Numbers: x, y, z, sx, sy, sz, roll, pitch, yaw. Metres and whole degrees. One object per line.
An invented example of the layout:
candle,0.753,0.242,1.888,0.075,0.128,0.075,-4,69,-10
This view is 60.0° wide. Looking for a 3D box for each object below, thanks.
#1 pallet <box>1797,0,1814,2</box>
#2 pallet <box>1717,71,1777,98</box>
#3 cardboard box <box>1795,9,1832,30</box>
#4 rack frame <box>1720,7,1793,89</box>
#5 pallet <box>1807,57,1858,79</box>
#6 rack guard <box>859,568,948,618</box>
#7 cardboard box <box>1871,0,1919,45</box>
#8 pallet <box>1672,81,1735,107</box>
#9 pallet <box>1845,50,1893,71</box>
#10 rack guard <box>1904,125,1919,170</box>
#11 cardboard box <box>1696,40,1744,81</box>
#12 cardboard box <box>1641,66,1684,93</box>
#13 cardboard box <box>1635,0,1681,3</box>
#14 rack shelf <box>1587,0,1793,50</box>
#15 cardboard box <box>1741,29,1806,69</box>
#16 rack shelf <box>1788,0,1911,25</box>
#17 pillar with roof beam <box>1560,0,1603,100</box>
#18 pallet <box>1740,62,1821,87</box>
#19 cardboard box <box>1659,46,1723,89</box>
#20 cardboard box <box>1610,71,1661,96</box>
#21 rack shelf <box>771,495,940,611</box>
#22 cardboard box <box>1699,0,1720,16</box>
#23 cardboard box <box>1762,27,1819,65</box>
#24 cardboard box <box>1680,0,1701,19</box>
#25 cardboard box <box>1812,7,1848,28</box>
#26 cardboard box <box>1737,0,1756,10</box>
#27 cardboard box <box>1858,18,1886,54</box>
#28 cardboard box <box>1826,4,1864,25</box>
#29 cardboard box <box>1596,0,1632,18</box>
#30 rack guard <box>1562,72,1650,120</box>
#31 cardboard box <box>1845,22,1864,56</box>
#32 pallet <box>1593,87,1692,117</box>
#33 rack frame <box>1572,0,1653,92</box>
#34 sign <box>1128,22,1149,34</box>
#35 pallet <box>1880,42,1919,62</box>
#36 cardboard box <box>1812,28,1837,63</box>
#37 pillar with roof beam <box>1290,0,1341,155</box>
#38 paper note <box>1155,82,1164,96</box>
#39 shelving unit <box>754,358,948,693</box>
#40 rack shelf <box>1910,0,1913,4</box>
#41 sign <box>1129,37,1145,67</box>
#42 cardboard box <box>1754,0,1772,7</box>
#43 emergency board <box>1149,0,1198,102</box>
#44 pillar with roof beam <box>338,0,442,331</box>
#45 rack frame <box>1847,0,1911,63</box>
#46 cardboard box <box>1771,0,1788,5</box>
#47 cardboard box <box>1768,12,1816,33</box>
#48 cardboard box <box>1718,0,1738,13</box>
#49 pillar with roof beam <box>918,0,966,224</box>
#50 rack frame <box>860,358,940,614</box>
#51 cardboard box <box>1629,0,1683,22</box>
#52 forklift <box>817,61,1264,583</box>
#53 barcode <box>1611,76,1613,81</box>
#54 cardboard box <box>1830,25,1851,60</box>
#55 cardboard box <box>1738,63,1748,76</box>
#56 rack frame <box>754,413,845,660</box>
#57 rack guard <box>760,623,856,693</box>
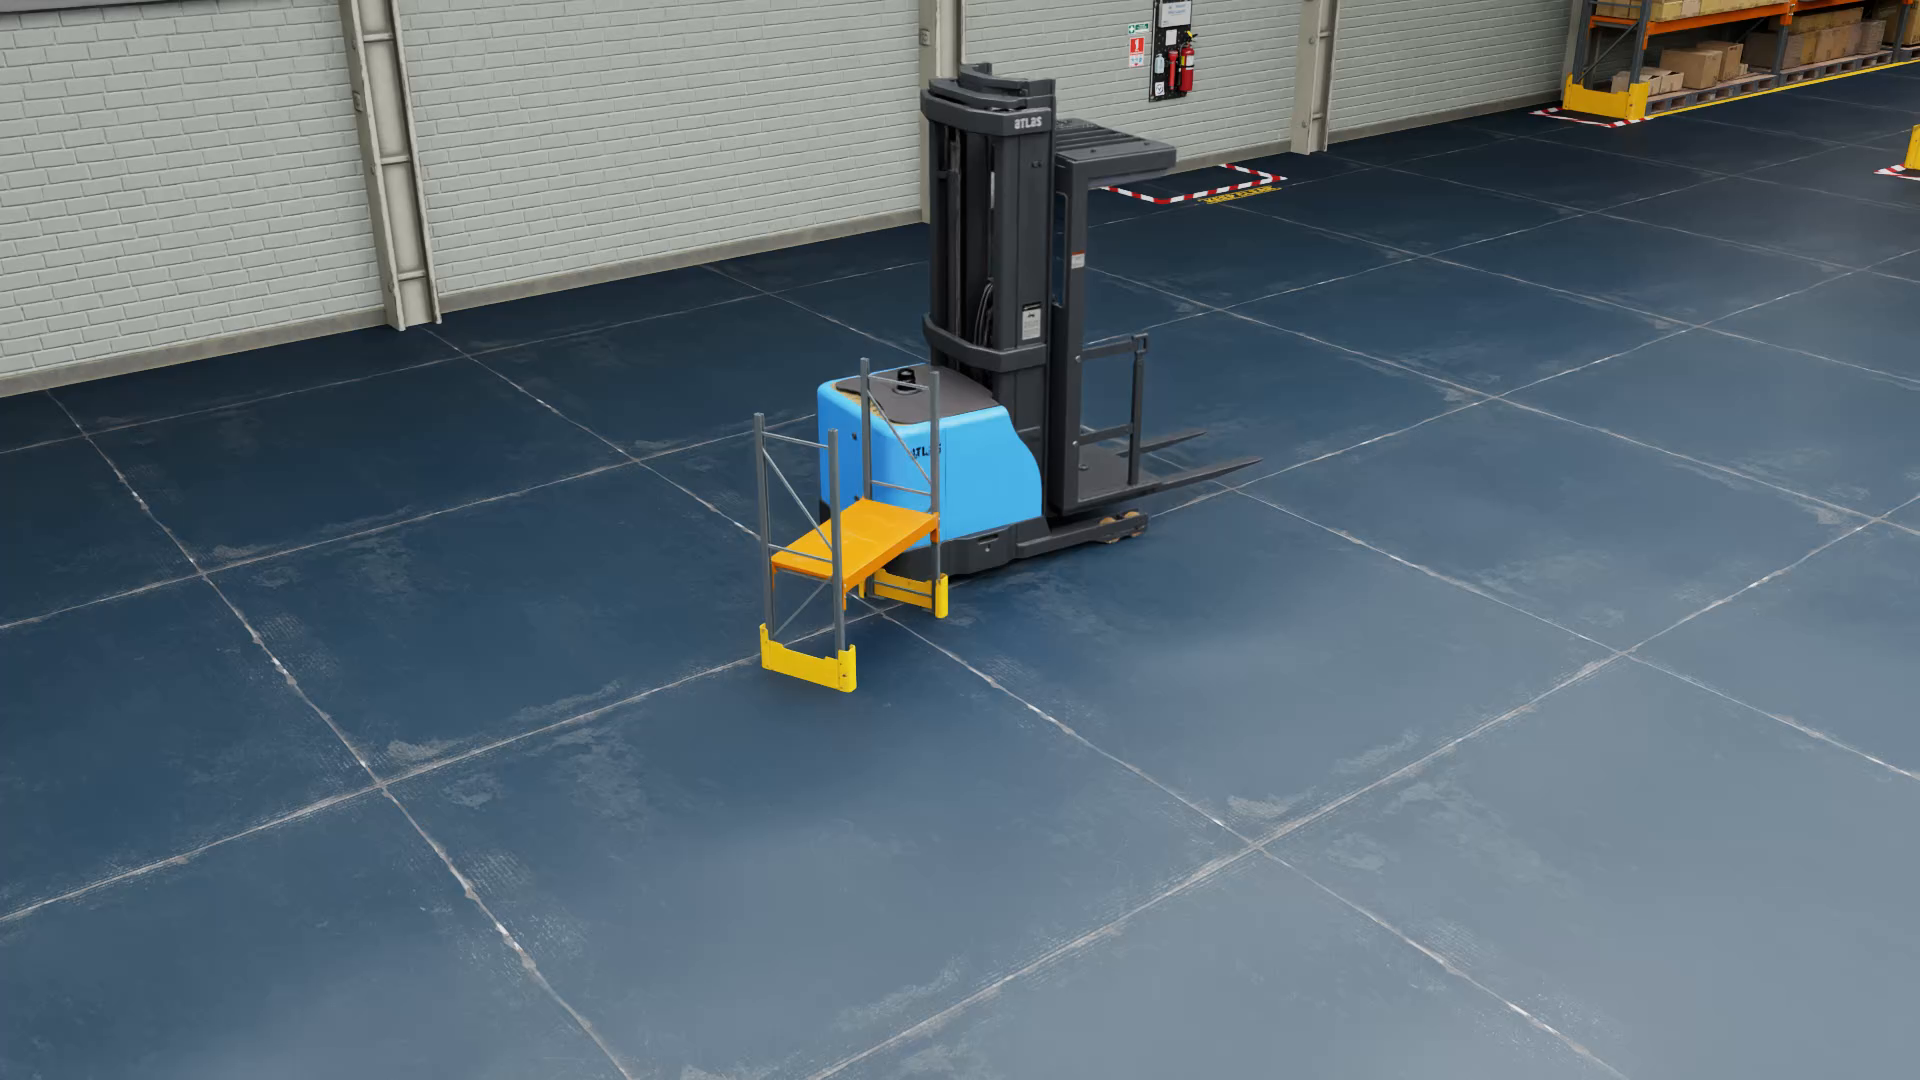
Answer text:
pallet,13.077,-8.625,25.999,1.213,0.211,1.003,-18,31,-34
pallet,11.880,-7.111,25.821,1.213,0.211,1.003,-18,31,-34
cardboard box,13.707,-8.416,26.877,0.500,0.250,0.500,-19,31,-35
rack frame,12.386,-8.562,25.635,0.127,3.000,1.000,-18,31,-34
pallet,13.959,-7.818,27.345,1.213,0.211,1.003,-18,31,-34
rack guard,-0.341,0.273,9.866,0.587,0.250,0.087,13,28,27
cardboard box,16.194,-8.964,28.556,0.750,0.750,0.750,-19,31,-35
pallet,10.919,-6.792,25.134,1.213,0.211,1.003,-18,31,-34
pallet,14.918,-8.133,28.025,1.213,0.211,1.003,-18,31,-34
rack guard,12.279,-4.743,20.375,0.348,0.500,1.175,-18,31,-34
cardboard box,11.594,-7.345,25.459,0.500,0.500,0.500,-21,32,-38
cardboard box,10.287,-6.801,24.512,0.500,0.311,0.500,-15,29,-30
cardboard box,9.800,-7.828,23.318,0.500,0.500,0.500,-18,31,-34
rack shelf,10.812,-7.716,24.667,4.000,0.370,1.077,-18,31,-34
cardboard box,12.955,-7.824,26.492,0.500,0.500,0.700,-17,30,-32
rack shelf,13.960,-8.755,26.906,4.000,0.370,1.077,-18,31,-34
pillar with roof beam,11.912,-9.286,20.070,0.400,9.000,9.100,-18,31,-34
pallet,12.998,-7.500,26.659,1.213,0.211,1.003,-18,31,-34
cardboard box,10.895,-7.060,24.847,0.500,0.500,0.700,-21,32,-37
cardboard box,9.839,-6.653,24.193,0.500,0.311,0.500,-23,33,-40
rack shelf,-0.590,0.055,9.278,0.538,0.185,1.000,13,28,27
cardboard box,10.623,-7.755,24.052,0.500,0.250,0.500,-19,31,-35
cardboard box,13.331,-7.975,26.817,0.500,0.500,0.700,-19,31,-35
cardboard box,10.218,-7.625,23.771,0.500,0.250,0.500,-19,31,-36
cardboard box,14.111,-8.540,27.144,0.500,0.250,0.500,-18,31,-34
cardboard box,11.417,-8.017,24.615,0.500,0.250,0.500,-18,31,-34
cardboard box,15.000,-8.462,27.867,0.500,0.500,0.700,-18,30,-33
cardboard box,14.512,-8.675,27.435,0.500,0.250,0.500,-18,30,-33
cardboard box,9.487,-7.649,23.823,0.500,0.250,0.500,-18,30,-33
rack guard,9.298,-6.409,23.965,0.348,0.500,1.175,-18,31,-34
cardboard box,14.522,-8.367,27.662,0.500,0.500,0.700,-18,31,-34
pallet,9.960,-6.477,24.455,1.213,0.211,1.003,-18,31,-34
rack frame,9.239,-7.523,23.396,0.127,3.000,1.000,-18,31,-34
sign,2.076,-5.949,19.332,0.331,0.109,0.001,-18,31,-34
pallet,16.201,-8.516,28.848,1.213,0.211,1.003,-18,31,-34
cardboard box,13.757,-8.094,27.074,0.500,0.500,0.700,-18,30,-33
pillar with roof beam,7.191,-7.728,16.711,0.400,9.000,9.100,-18,31,-34
paper note,2.384,-5.381,19.827,0.142,0.148,0.016,-18,31,-34
shelving unit,-0.586,-0.112,9.209,0.587,1.500,1.083,13,28,27
rack shelf,17.108,-9.794,29.145,4.000,0.370,1.077,-18,31,-34
sign,2.067,-5.710,19.448,0.234,0.329,0.001,-18,31,-34
cardboard box,11.803,-8.153,24.908,0.500,0.250,0.500,-18,30,-34
emergency board,2.566,-5.803,19.691,0.643,1.169,0.194,-18,31,-34
pillar with roof beam,-2.252,-4.610,9.995,0.400,9.000,9.100,-18,31,-34
rack frame,15.534,-9.601,27.874,0.127,3.000,1.000,-18,31,-34
cardboard box,12.201,-8.279,25.181,0.500,0.250,0.500,-18,30,-34
cardboard box,13.300,-8.280,26.583,0.500,0.250,0.500,-19,31,-35
cardboard box,11.022,-7.886,24.333,0.500,0.250,0.500,-18,30,-34
pillar with roof beam,2.469,-6.169,13.353,0.400,9.000,9.100,-18,31,-34
rack frame,-0.340,-0.295,9.603,0.500,1.500,0.032,13,28,27
cardboard box,9.819,-7.485,23.470,0.500,0.250,0.500,-19,31,-35
forklift,0.628,-1.480,10.457,3.031,2.935,1.130,-14,29,-28
barcode,9.606,-6.794,24.486,0.075,0.075,0.001,-18,31,-34
cardboard box,14.149,-8.229,27.364,0.500,0.500,0.700,-18,31,-34
cardboard box,11.984,-7.327,25.818,0.380,0.166,0.250,22,33,39
rack frame,-0.841,0.078,8.801,0.500,1.500,0.032,13,28,27
rack guard,-0.831,0.638,9.079,0.587,0.250,0.087,13,28,27
